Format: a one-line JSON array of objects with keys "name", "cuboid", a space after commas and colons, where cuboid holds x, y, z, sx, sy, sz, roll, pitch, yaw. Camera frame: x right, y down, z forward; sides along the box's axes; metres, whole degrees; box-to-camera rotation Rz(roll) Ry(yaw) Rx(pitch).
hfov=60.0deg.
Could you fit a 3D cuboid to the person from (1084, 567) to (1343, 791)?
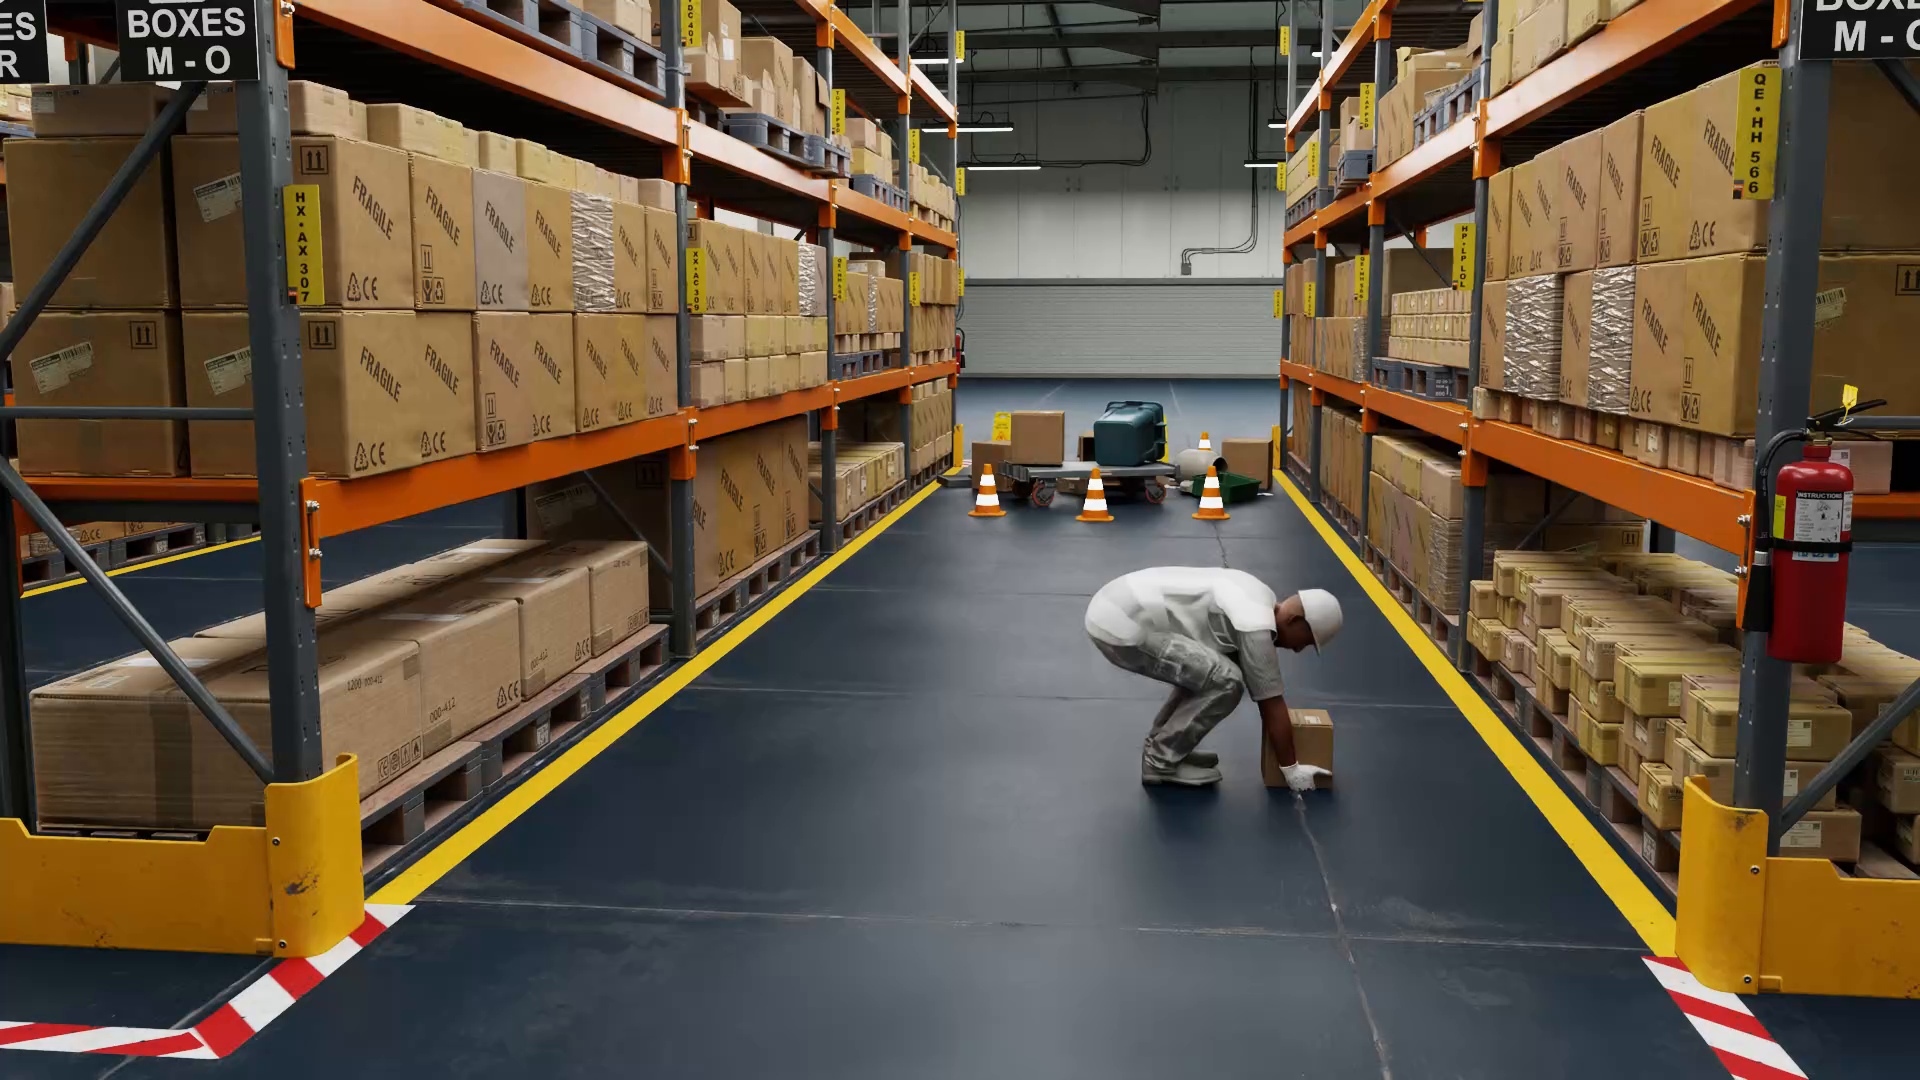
[{"name": "person", "cuboid": [0.979, 0.527, 6.472, 0.992, 0.844, 0.533, 1, 8, 4]}]
